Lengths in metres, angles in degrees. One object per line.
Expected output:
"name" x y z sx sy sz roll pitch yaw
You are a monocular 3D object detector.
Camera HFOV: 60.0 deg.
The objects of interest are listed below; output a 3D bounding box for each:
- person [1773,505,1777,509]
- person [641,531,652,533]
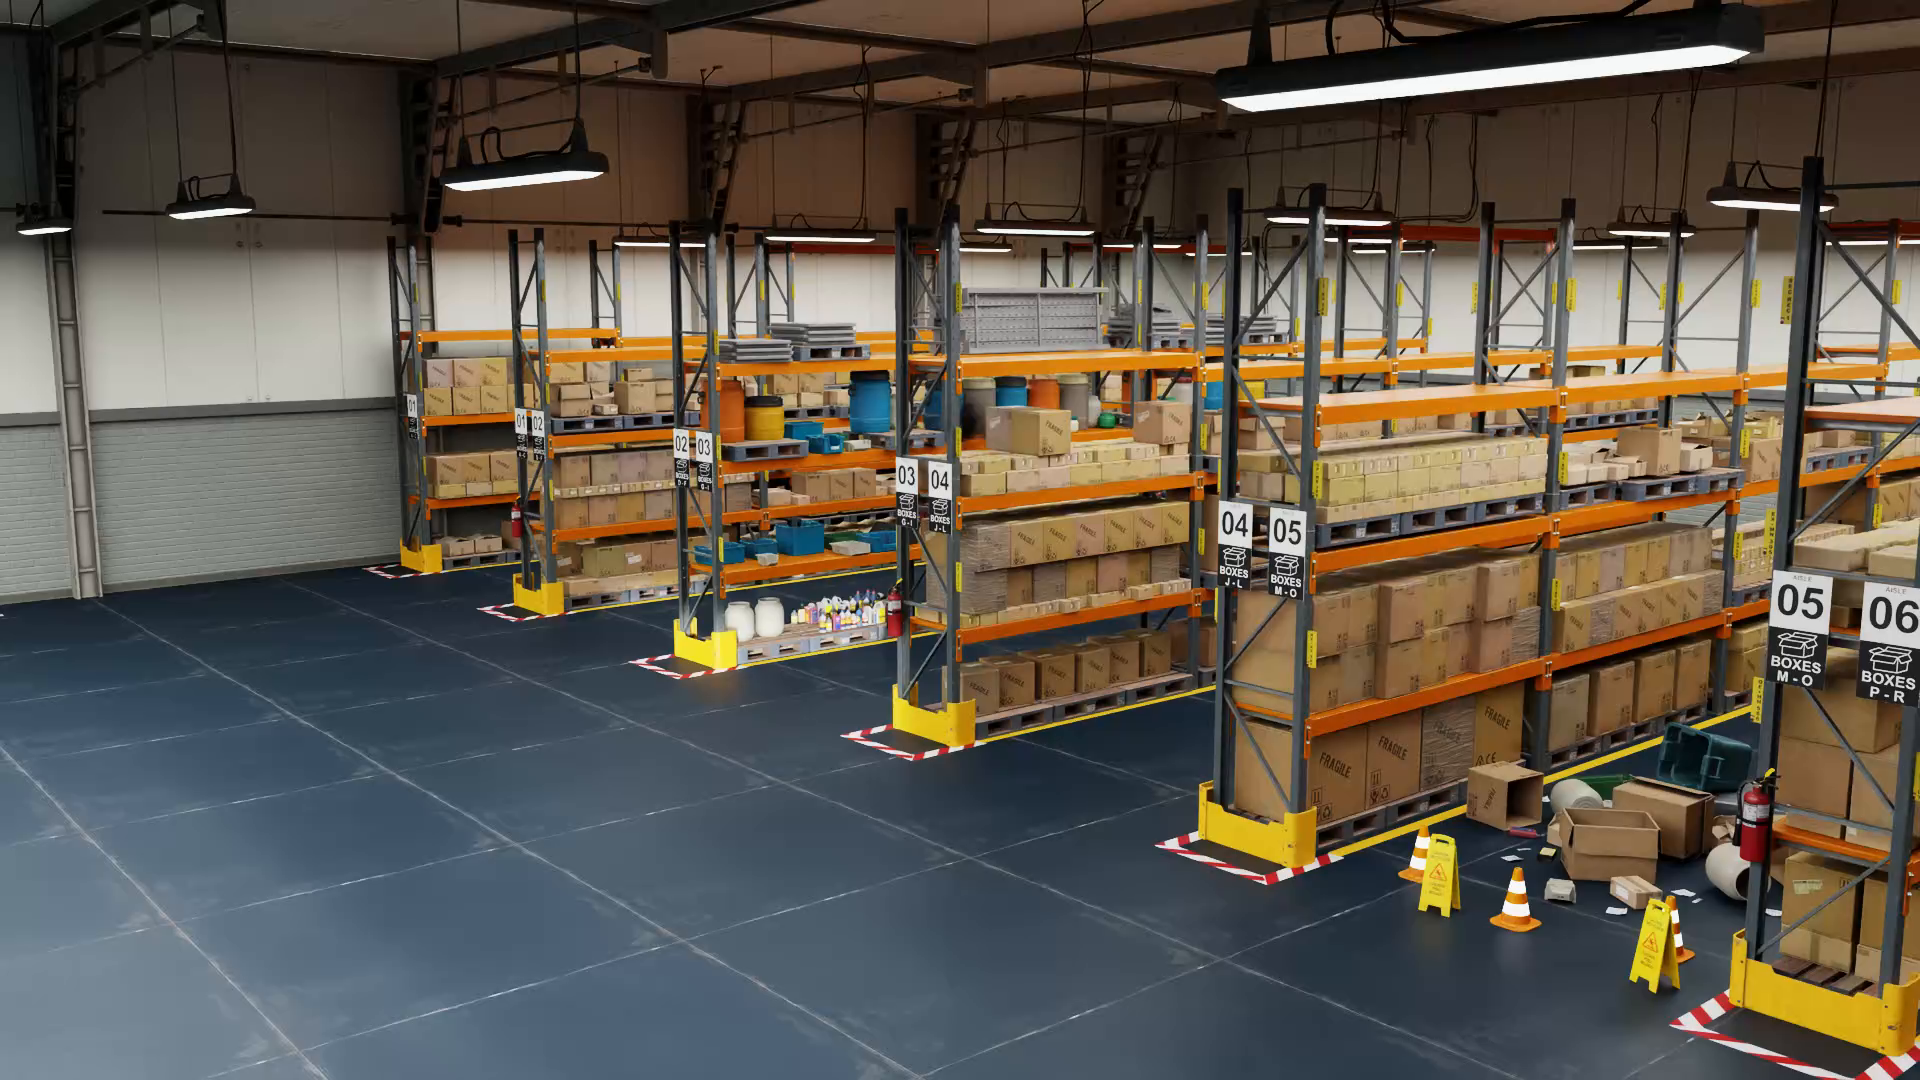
"person" 12.645 0.322 25.812 0.682 1.757 0.637 -5 10 -29
"person" -5.539 -0.230 29.619 0.704 1.737 0.891 7 11 36
